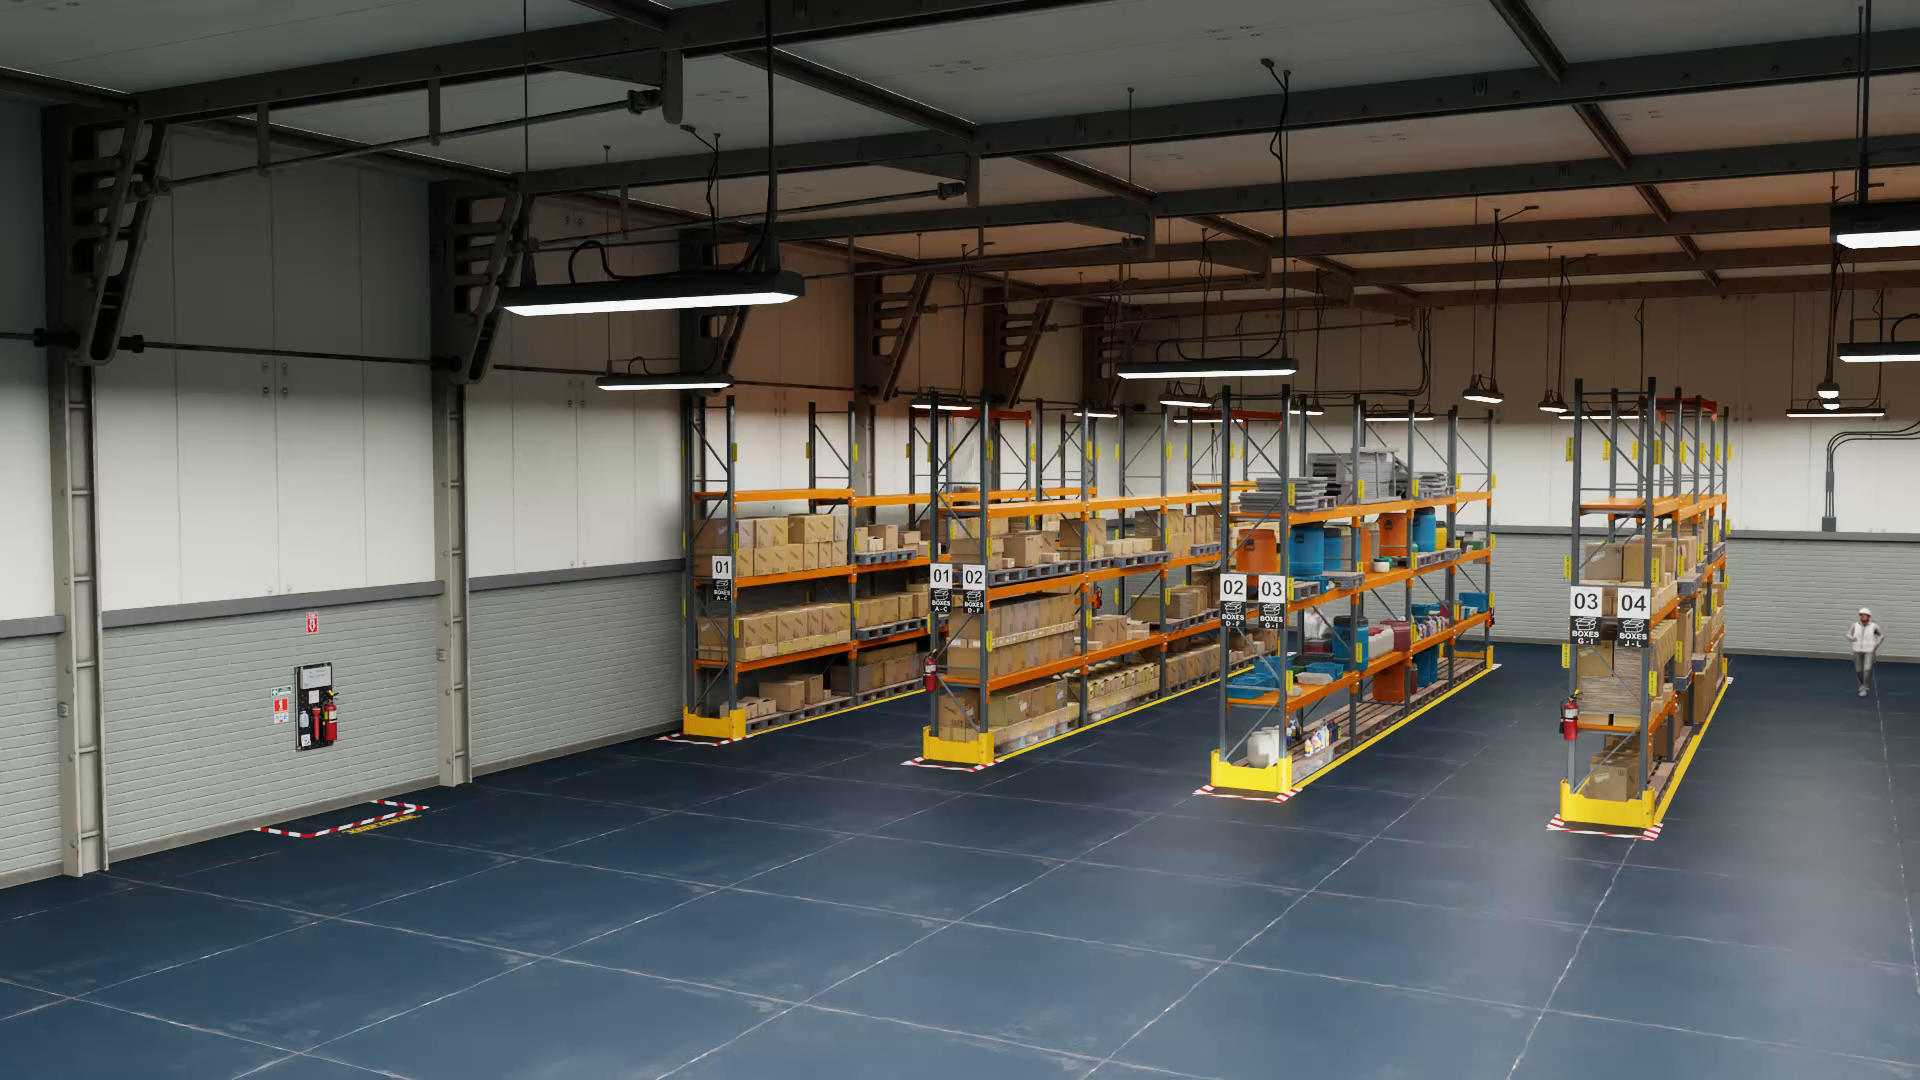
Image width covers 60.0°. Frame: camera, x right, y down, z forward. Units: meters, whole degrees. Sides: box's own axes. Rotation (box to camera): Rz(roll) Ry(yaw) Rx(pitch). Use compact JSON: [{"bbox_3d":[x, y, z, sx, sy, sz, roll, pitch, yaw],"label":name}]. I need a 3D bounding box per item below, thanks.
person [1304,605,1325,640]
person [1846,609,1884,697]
[{"bbox_3d":[7.906,2.208,37.423,0.608,1.657,0.482,1,3,12],"label":"person"},{"bbox_3d":[18.609,2.300,34.237,0.679,1.787,0.872,3,4,41],"label":"person"}]
